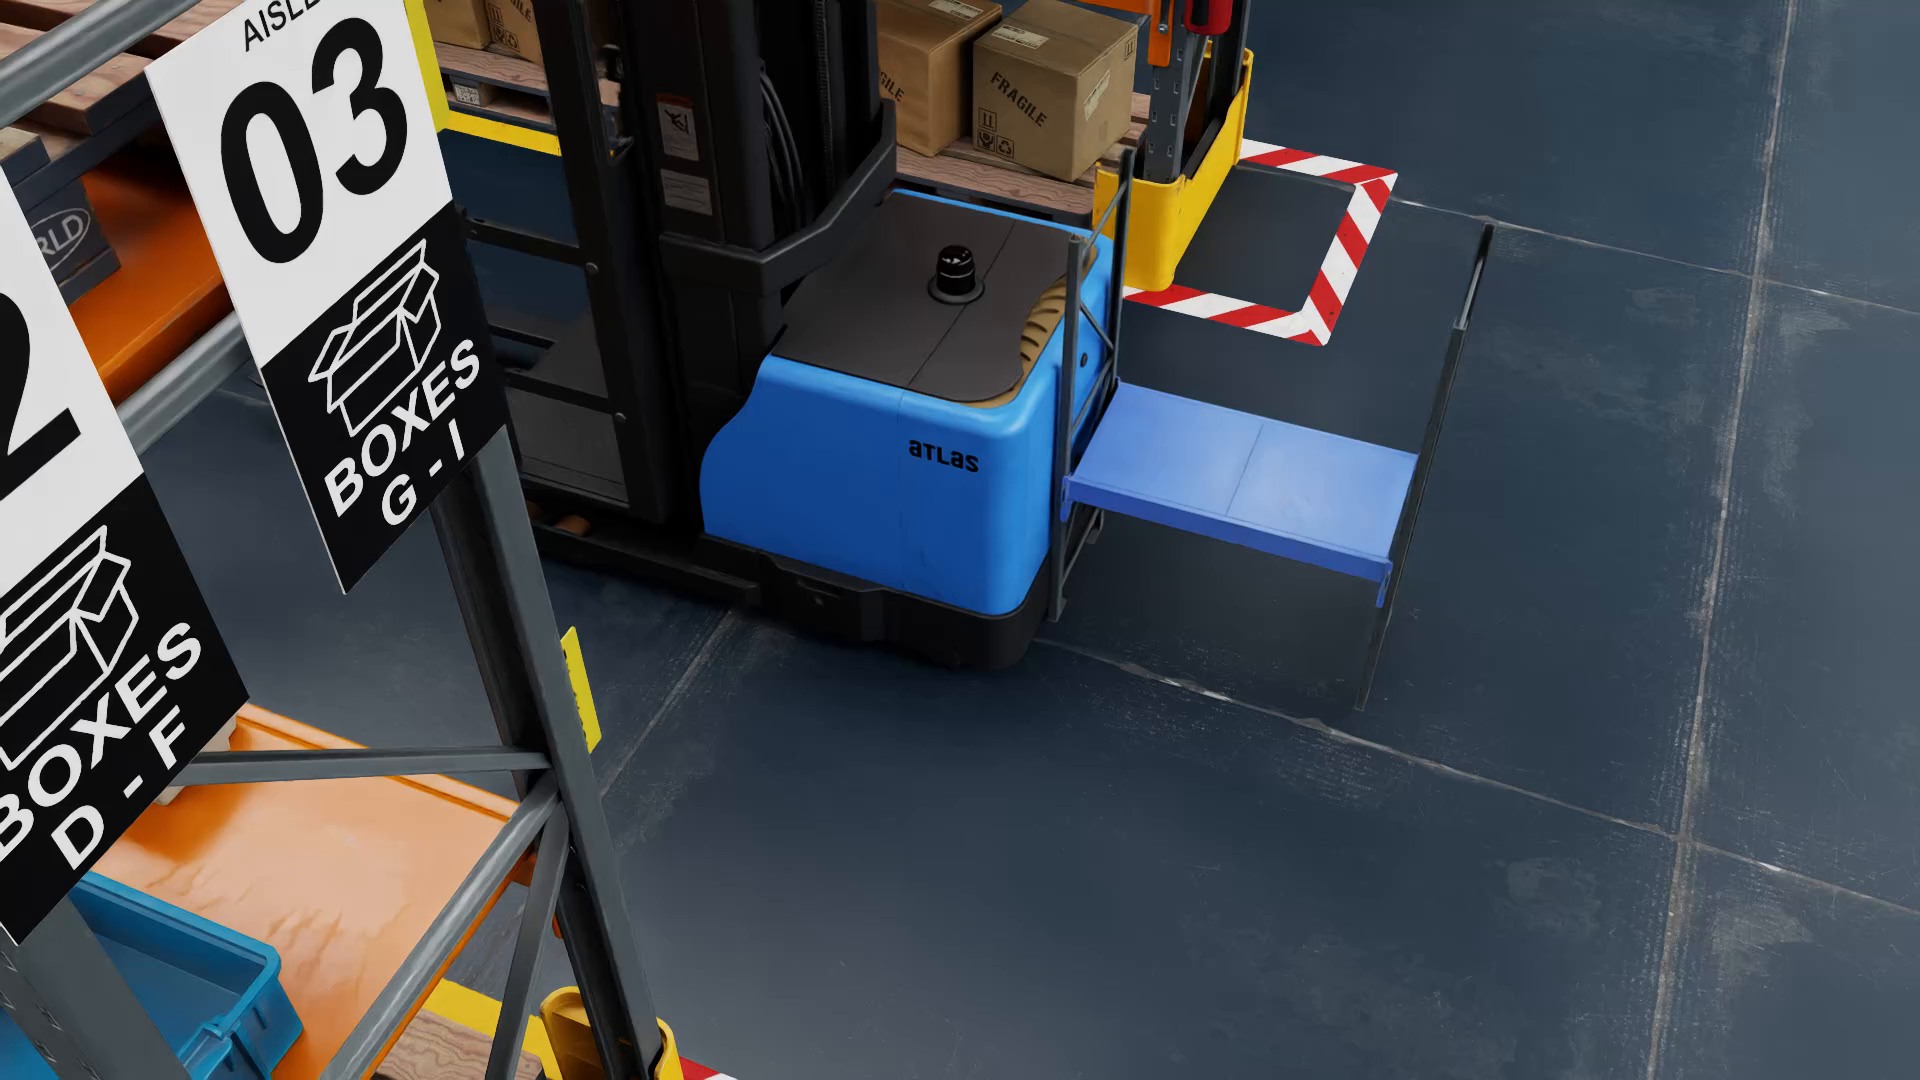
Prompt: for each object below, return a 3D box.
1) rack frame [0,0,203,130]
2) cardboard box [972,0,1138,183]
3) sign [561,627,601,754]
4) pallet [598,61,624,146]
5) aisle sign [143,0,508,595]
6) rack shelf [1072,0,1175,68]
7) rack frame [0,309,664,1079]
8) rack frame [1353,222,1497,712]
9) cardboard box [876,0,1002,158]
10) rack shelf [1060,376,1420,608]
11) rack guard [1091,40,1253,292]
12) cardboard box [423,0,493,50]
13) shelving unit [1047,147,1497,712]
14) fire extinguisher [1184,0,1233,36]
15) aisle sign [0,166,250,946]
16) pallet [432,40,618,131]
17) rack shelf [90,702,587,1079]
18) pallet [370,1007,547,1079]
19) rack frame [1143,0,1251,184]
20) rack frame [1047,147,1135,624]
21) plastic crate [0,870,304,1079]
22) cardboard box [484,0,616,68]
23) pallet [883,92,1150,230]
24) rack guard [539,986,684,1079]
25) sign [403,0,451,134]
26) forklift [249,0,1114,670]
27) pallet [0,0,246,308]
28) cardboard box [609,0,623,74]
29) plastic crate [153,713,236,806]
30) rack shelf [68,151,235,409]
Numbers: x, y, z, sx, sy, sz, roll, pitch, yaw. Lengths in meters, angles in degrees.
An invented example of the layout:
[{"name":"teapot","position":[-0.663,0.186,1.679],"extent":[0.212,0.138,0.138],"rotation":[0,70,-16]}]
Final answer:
[{"name":"rack frame","position":[-0.941,-1.367,0.744],"extent":[0.127,3.000,1.000],"rotation":[16,47,16]},{"name":"cardboard box","position":[0.396,-1.908,7.015],"extent":[0.500,0.500,0.500],"rotation":[25,50,23]},{"name":"sign","position":[-0.725,0.304,3.121],"extent":[0.005,0.325,0.100],"rotation":[16,47,16]},{"name":"pallet","position":[-0.963,-2.073,7.684],"extent":[1.213,0.211,1.003],"rotation":[16,47,16]},{"name":"aisle sign","position":[-0.762,-0.333,2.115],"extent":[0.004,0.787,0.394],"rotation":[16,47,16]},{"name":"rack shelf","position":[-0.880,-2.753,6.900],"extent":[4.000,0.370,1.077],"rotation":[16,47,16]},{"name":"rack frame","position":[-0.941,0.760,2.860],"extent":[0.127,3.000,1.000],"rotation":[16,47,16]},{"name":"rack frame","position":[1.339,-0.159,4.847],"extent":[0.032,1.500,0.500],"rotation":[16,47,15]},{"name":"cardboard box","position":[-0.169,-2.048,7.156],"extent":[0.500,0.500,0.500],"rotation":[29,52,26]},{"name":"rack shelf","position":[0.867,-0.164,5.107],"extent":[1.000,0.185,0.538],"rotation":[16,47,15]},{"name":"rack guard","position":[0.895,-1.599,7.003],"extent":[0.348,0.500,1.175],"rotation":[16,47,16]},{"name":"cardboard box","position":[-2.372,-2.679,7.790],"extent":[0.500,0.500,0.500],"rotation":[15,47,15]},{"name":"shelving unit","position":[0.867,-0.292,4.980],"extent":[1.048,1.500,0.538],"rotation":[16,47,15]},{"name":"fire extinguisher","position":[0.894,-2.106,5.795],"extent":[0.183,0.674,0.296],"rotation":[16,47,16]},{"name":"aisle sign","position":[-0.989,0.051,1.729],"extent":[0.004,0.787,0.394],"rotation":[16,47,16]},{"name":"pallet","position":[-2.093,-2.403,8.015],"extent":[1.213,0.211,1.003],"rotation":[16,47,16]},{"name":"rack shelf","position":[-2.787,0.471,3.660],"extent":[4.000,0.370,1.077],"rotation":[16,47,16]},{"name":"pallet","position":[-1.777,1.534,4.059],"extent":[1.213,0.211,1.003],"rotation":[16,47,16]},{"name":"rack frame","position":[0.966,-2.465,6.100],"extent":[0.127,3.000,1.000],"rotation":[16,47,16]},{"name":"rack frame","position":[0.394,-0.424,5.113],"extent":[0.032,1.500,0.500],"rotation":[16,47,15]},{"name":"plastic crate","position":[-1.518,0.871,2.853],"extent":[0.616,0.251,0.499],"rotation":[16,47,16]},{"name":"cardboard box","position":[-1.841,-2.528,7.639],"extent":[0.500,0.500,0.500],"rotation":[32,53,28]},{"name":"pallet","position":[0.159,-1.740,7.350],"extent":[1.213,0.211,1.003],"rotation":[16,47,16]},{"name":"rack guard","position":[-1.030,1.656,3.732],"extent":[0.348,0.500,1.175],"rotation":[16,47,16]},{"name":"sign","position":[-0.725,-0.664,2.158],"extent":[0.005,0.325,0.100],"rotation":[16,47,16]},{"name":"forklift","position":[-1.050,-1.294,4.972],"extent":[3.031,2.935,1.130],"rotation":[16,47,15]},{"name":"pallet","position":[-1.667,-0.525,2.158],"extent":[1.213,0.211,1.003],"rotation":[16,47,16]},{"name":"cardboard box","position":[-1.238,-2.411,7.521],"extent":[0.500,0.500,0.500],"rotation":[13,46,12]},{"name":"plastic crate","position":[-1.643,0.401,3.408],"extent":[0.250,0.136,0.298],"rotation":[16,47,16]},{"name":"rack shelf","position":[-2.787,-0.592,2.602],"extent":[4.000,0.370,1.077],"rotation":[16,47,16]}]
